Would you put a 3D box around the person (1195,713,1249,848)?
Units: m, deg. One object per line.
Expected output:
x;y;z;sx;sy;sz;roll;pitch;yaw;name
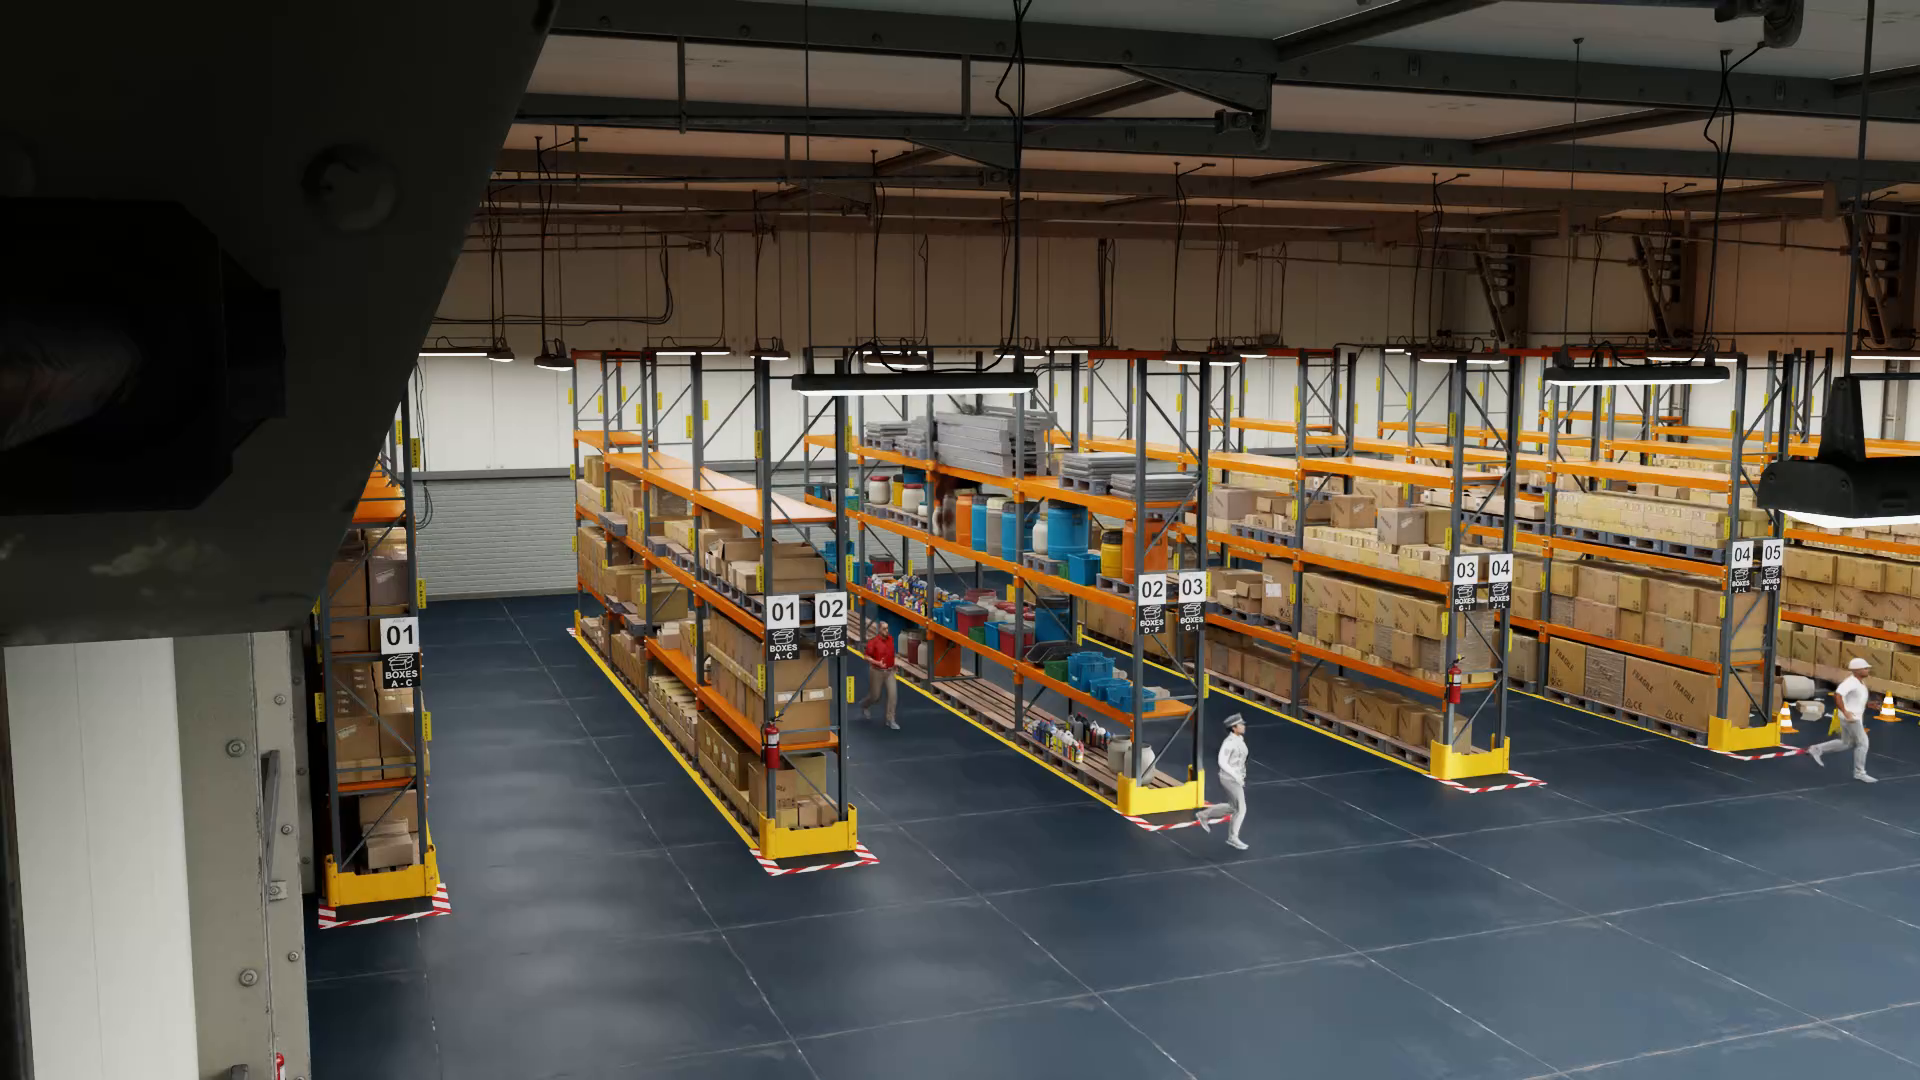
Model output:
3.277;2.958;20.632;0.662;1.699;0.629;2;7;18;person

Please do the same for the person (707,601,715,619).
-5.253;1.264;34.405;0.547;1.597;0.812;-3;8;-23;person

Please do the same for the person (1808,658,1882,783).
12.611;2.532;23.688;0.915;1.752;0.677;5;8;33;person

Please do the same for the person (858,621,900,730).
-1.288;2.151;26.835;0.647;1.719;0.943;-5;9;-35;person
